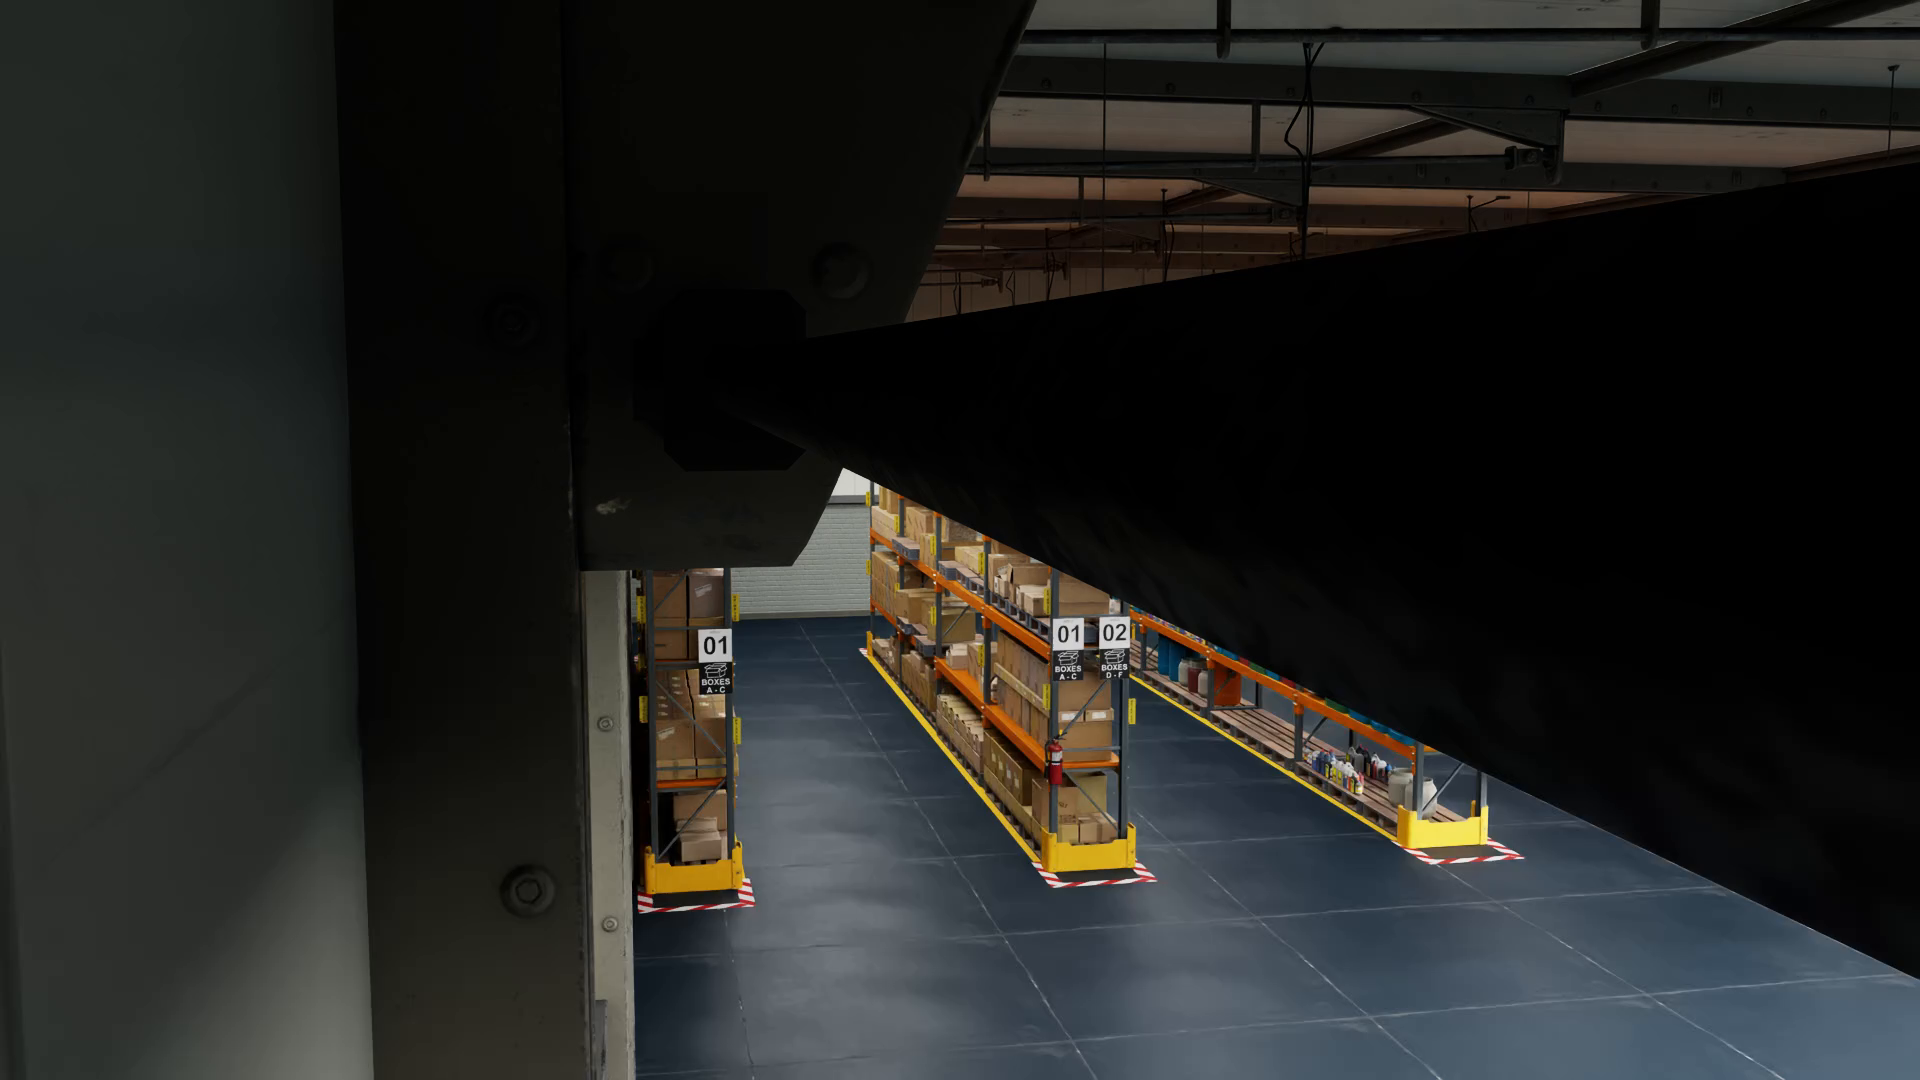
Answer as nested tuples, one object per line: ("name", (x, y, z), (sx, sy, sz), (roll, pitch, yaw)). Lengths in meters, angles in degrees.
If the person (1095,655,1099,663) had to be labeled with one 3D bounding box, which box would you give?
("person", (2.921, 1.800, 35.063), (0.474, 1.765, 0.615), (2, 6, 18))
